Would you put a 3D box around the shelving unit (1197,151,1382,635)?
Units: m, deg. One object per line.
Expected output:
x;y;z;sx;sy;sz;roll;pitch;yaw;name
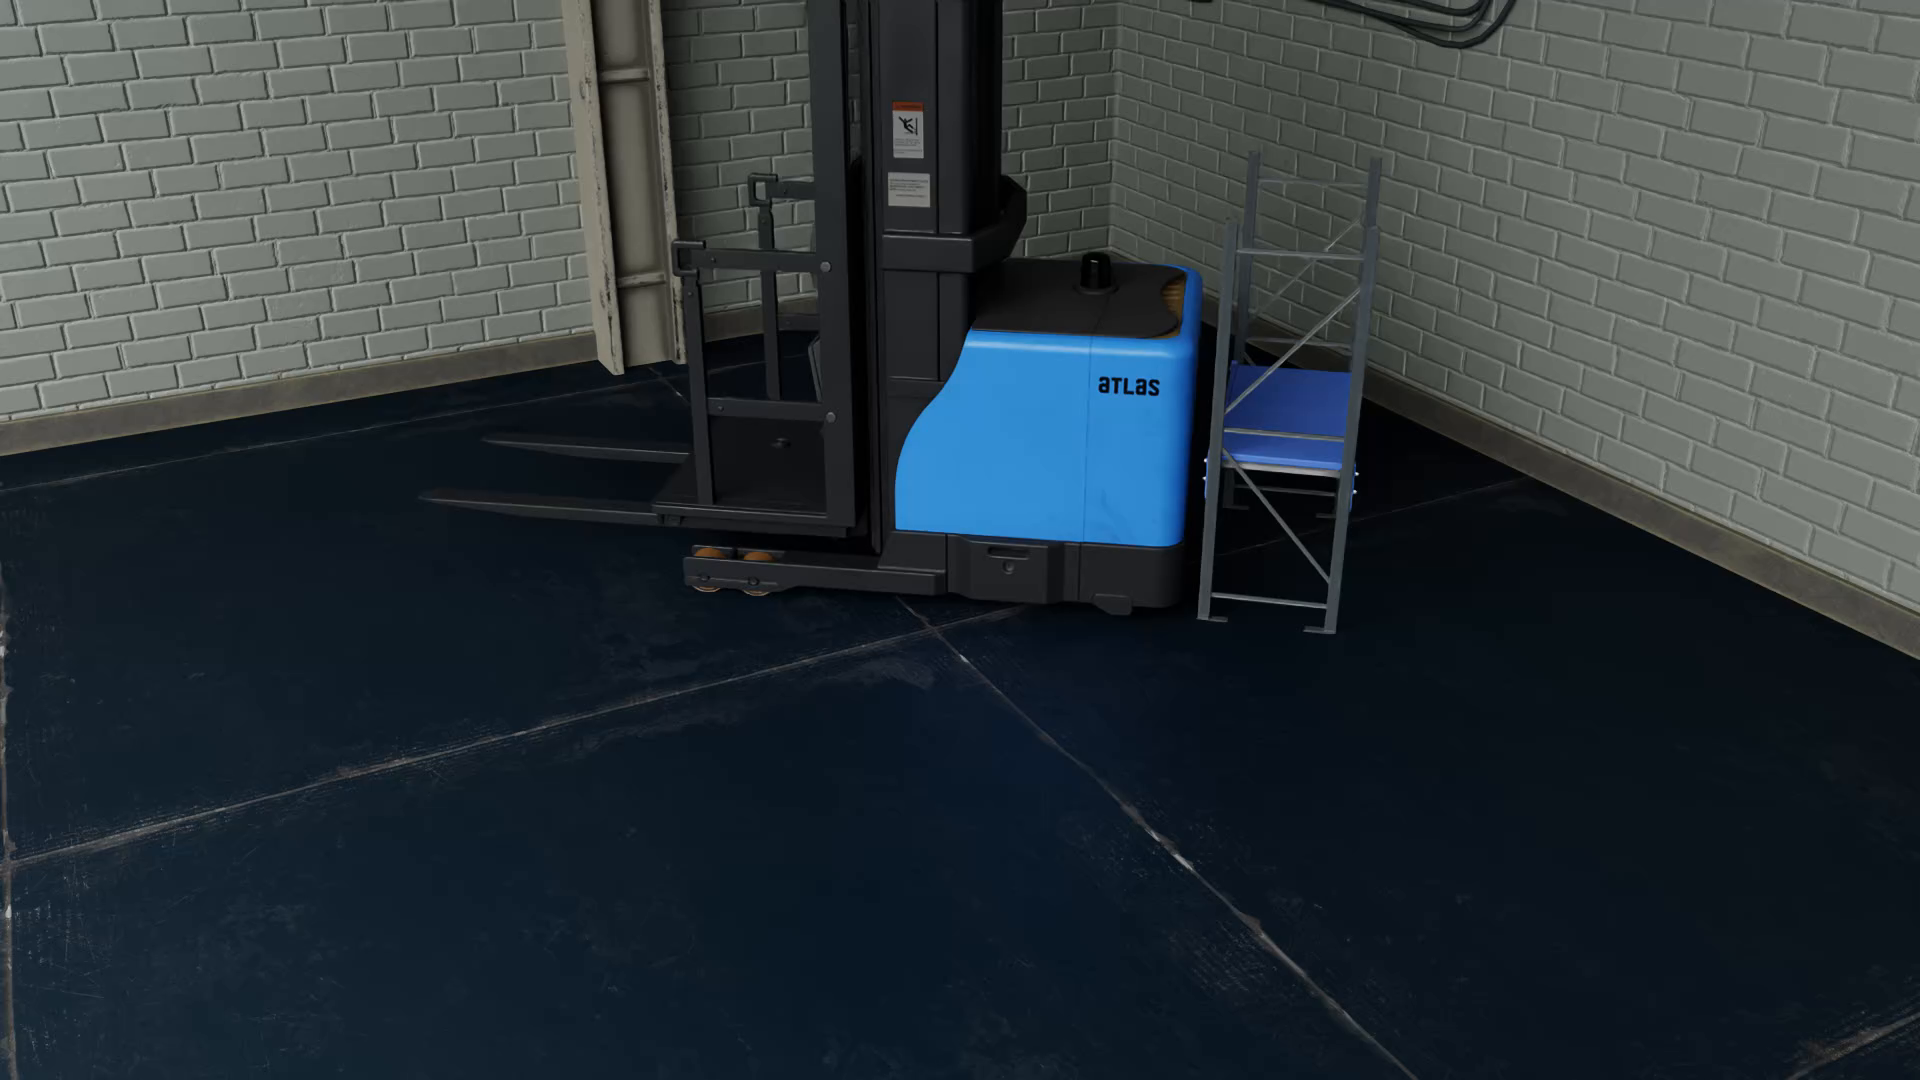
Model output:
1.238;-0.577;6.220;0.538;1.500;1.048;6;26;12;shelving unit

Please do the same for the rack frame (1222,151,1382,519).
1.354;-0.792;6.666;0.500;1.500;0.032;6;26;12;rack frame

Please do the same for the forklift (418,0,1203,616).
-0.603;-1.328;6.130;3.031;2.935;1.130;4;26;8;forklift

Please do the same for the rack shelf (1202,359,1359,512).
1.238;-0.415;6.297;0.538;0.185;1.000;6;26;12;rack shelf

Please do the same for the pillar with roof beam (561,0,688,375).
0.360;-3.354;3.339;0.400;9.000;9.100;-13;29;-25;pillar with roof beam

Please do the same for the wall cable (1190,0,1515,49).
1.556;-3.693;7.633;0.112;2.526;3.097;-13;29;-25;wall cable

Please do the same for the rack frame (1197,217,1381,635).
1.123;-0.363;5.773;0.500;1.500;0.032;6;26;12;rack frame
